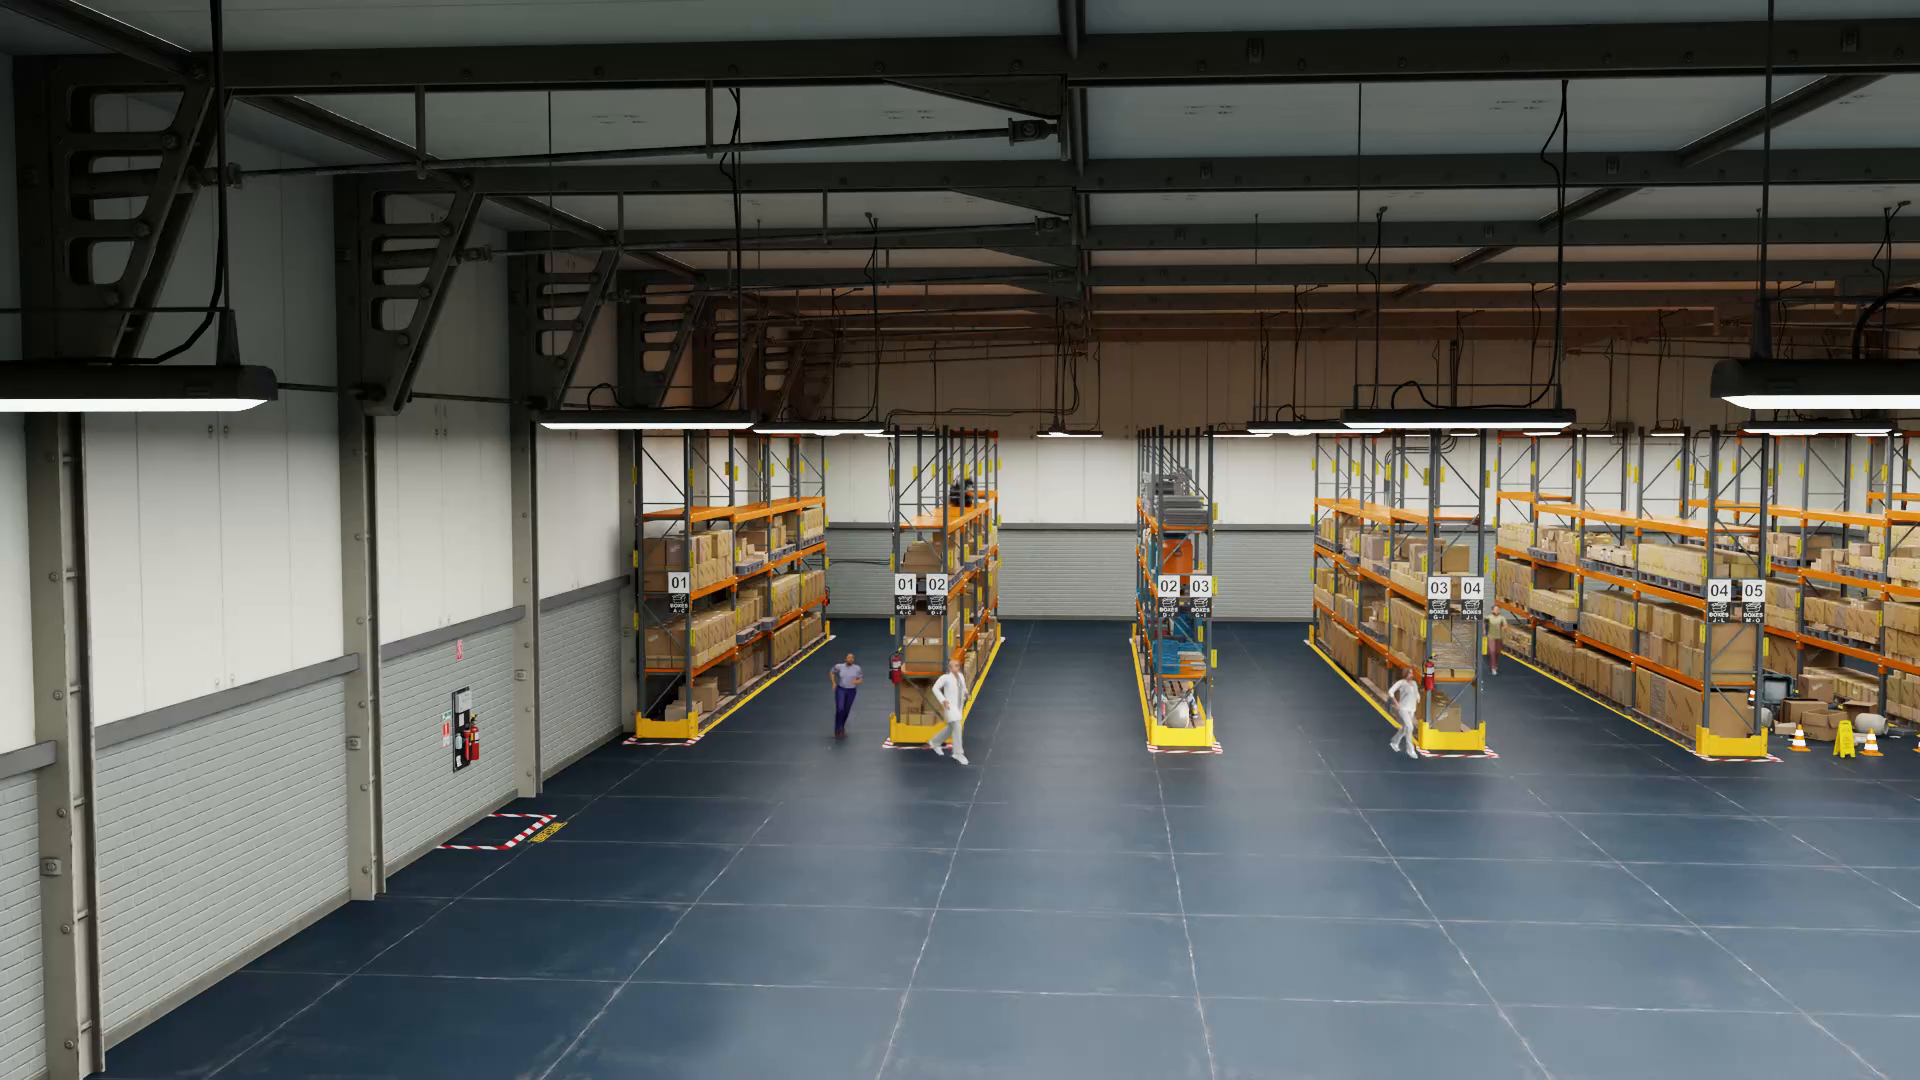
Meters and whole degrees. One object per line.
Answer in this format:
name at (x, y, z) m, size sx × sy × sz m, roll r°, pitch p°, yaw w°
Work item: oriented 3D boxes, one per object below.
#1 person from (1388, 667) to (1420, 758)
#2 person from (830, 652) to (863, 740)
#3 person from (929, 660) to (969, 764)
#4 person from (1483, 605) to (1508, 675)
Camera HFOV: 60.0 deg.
person at (8.103, 3.106, 30.153) m, size 0.544 × 1.593 × 0.734 m, roll -2°, pitch 4°, yaw -28°
person at (-2.190, 3.004, 32.175) m, size 0.601 × 1.678 × 0.764 m, roll -1°, pitch 4°, yaw -16°
person at (-0.160, 3.036, 29.732) m, size 0.949 × 1.816 × 0.720 m, roll 3°, pitch 4°, yaw 38°
person at (13.099, 2.412, 40.690) m, size 0.577 × 1.663 × 0.947 m, roll 1°, pitch 3°, yaw 9°
